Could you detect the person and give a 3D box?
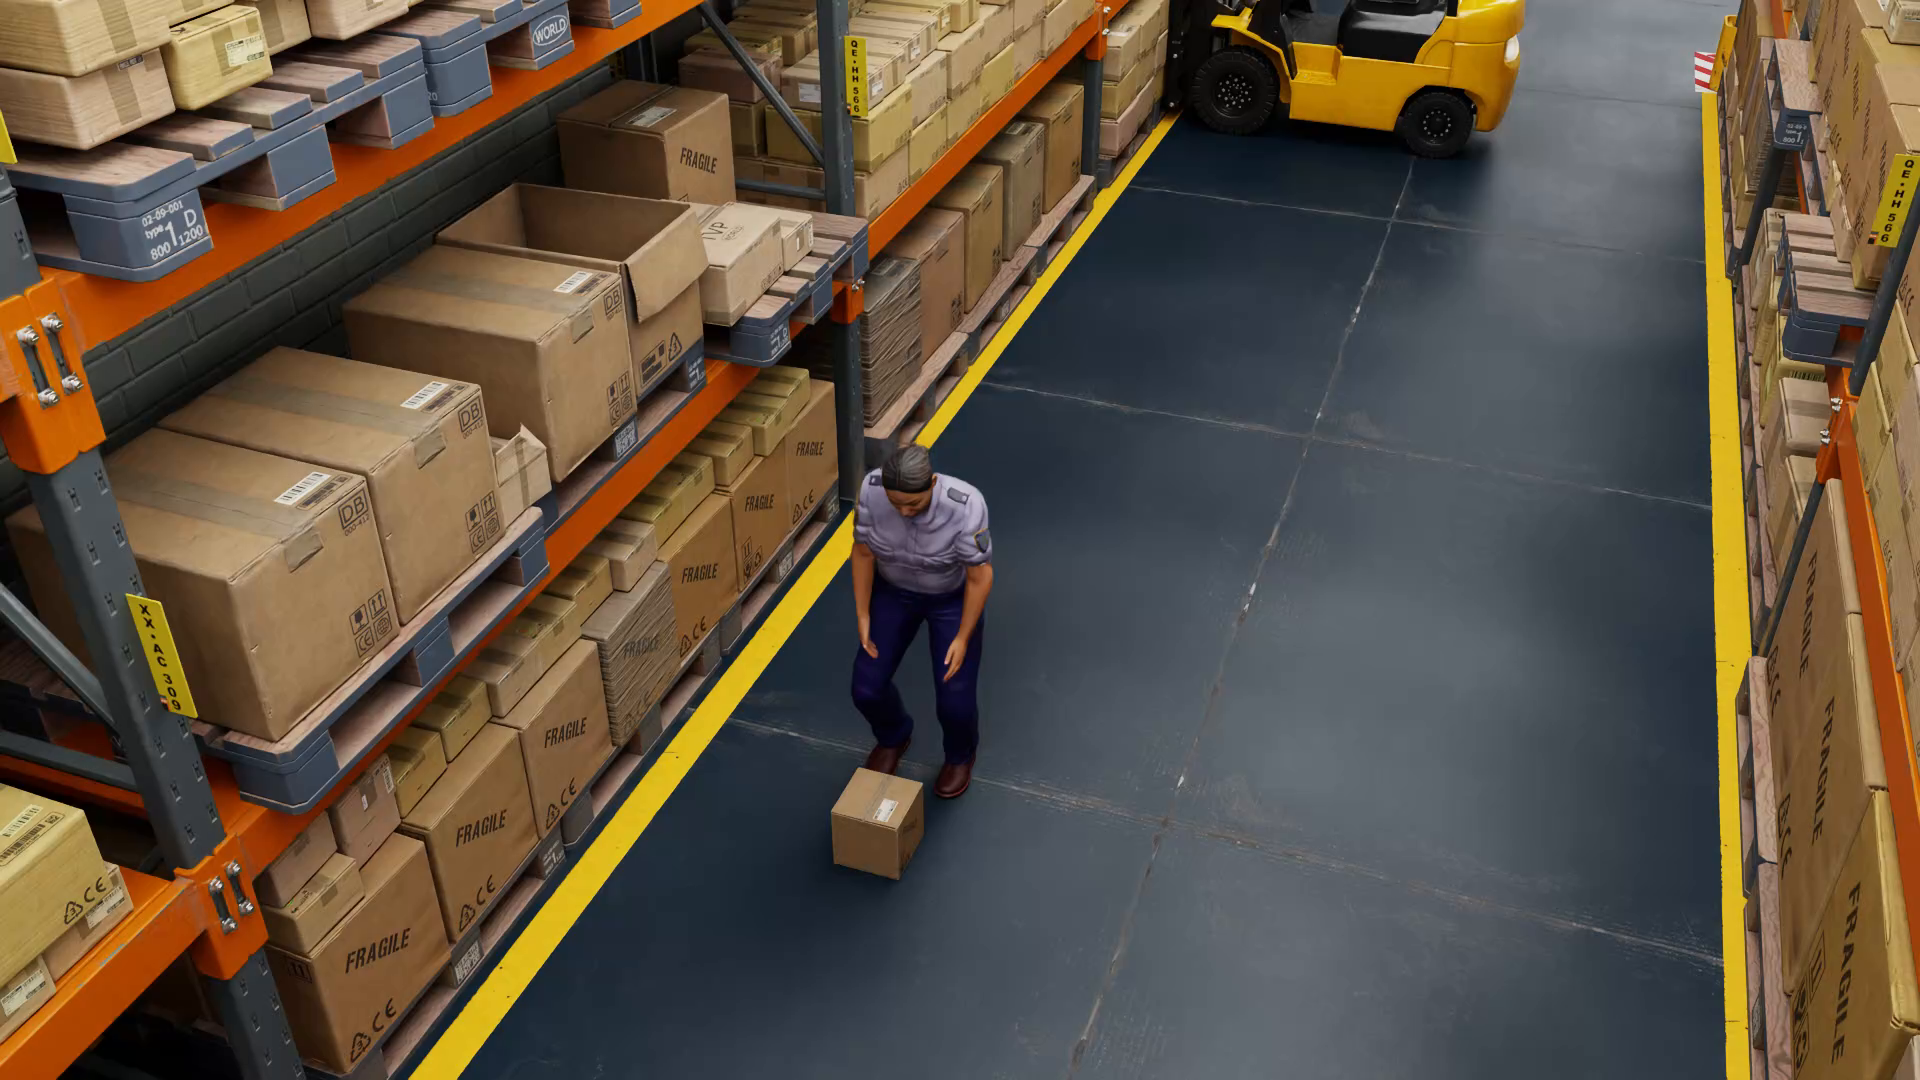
[{"bbox_3d":[-0.180,0.596,6.012,0.527,0.822,0.819,11,35,17],"label":"person"}]
